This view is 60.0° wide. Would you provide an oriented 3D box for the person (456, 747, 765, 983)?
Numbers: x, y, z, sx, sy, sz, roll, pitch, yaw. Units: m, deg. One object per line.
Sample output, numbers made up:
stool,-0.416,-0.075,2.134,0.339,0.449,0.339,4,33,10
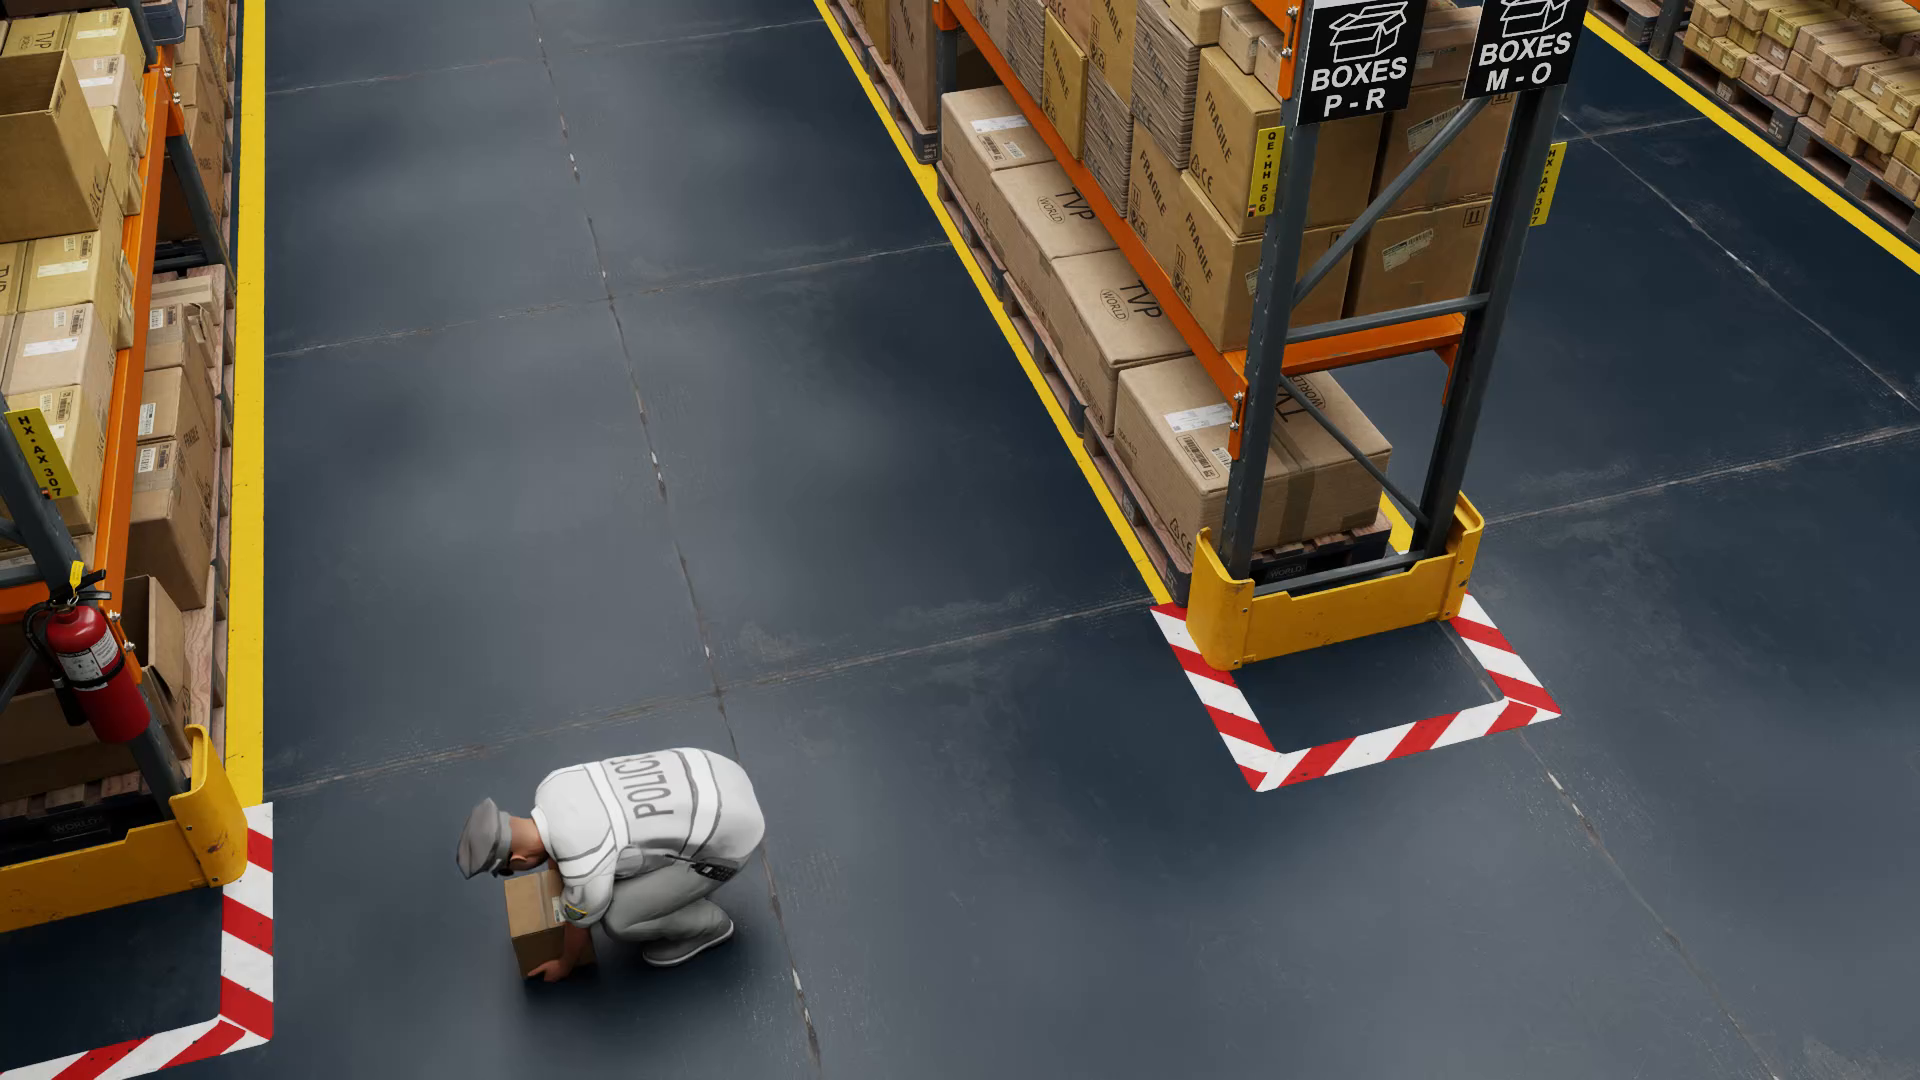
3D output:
person,-1.163,1.095,5.680,1.000,0.877,0.529,-13,43,-14
